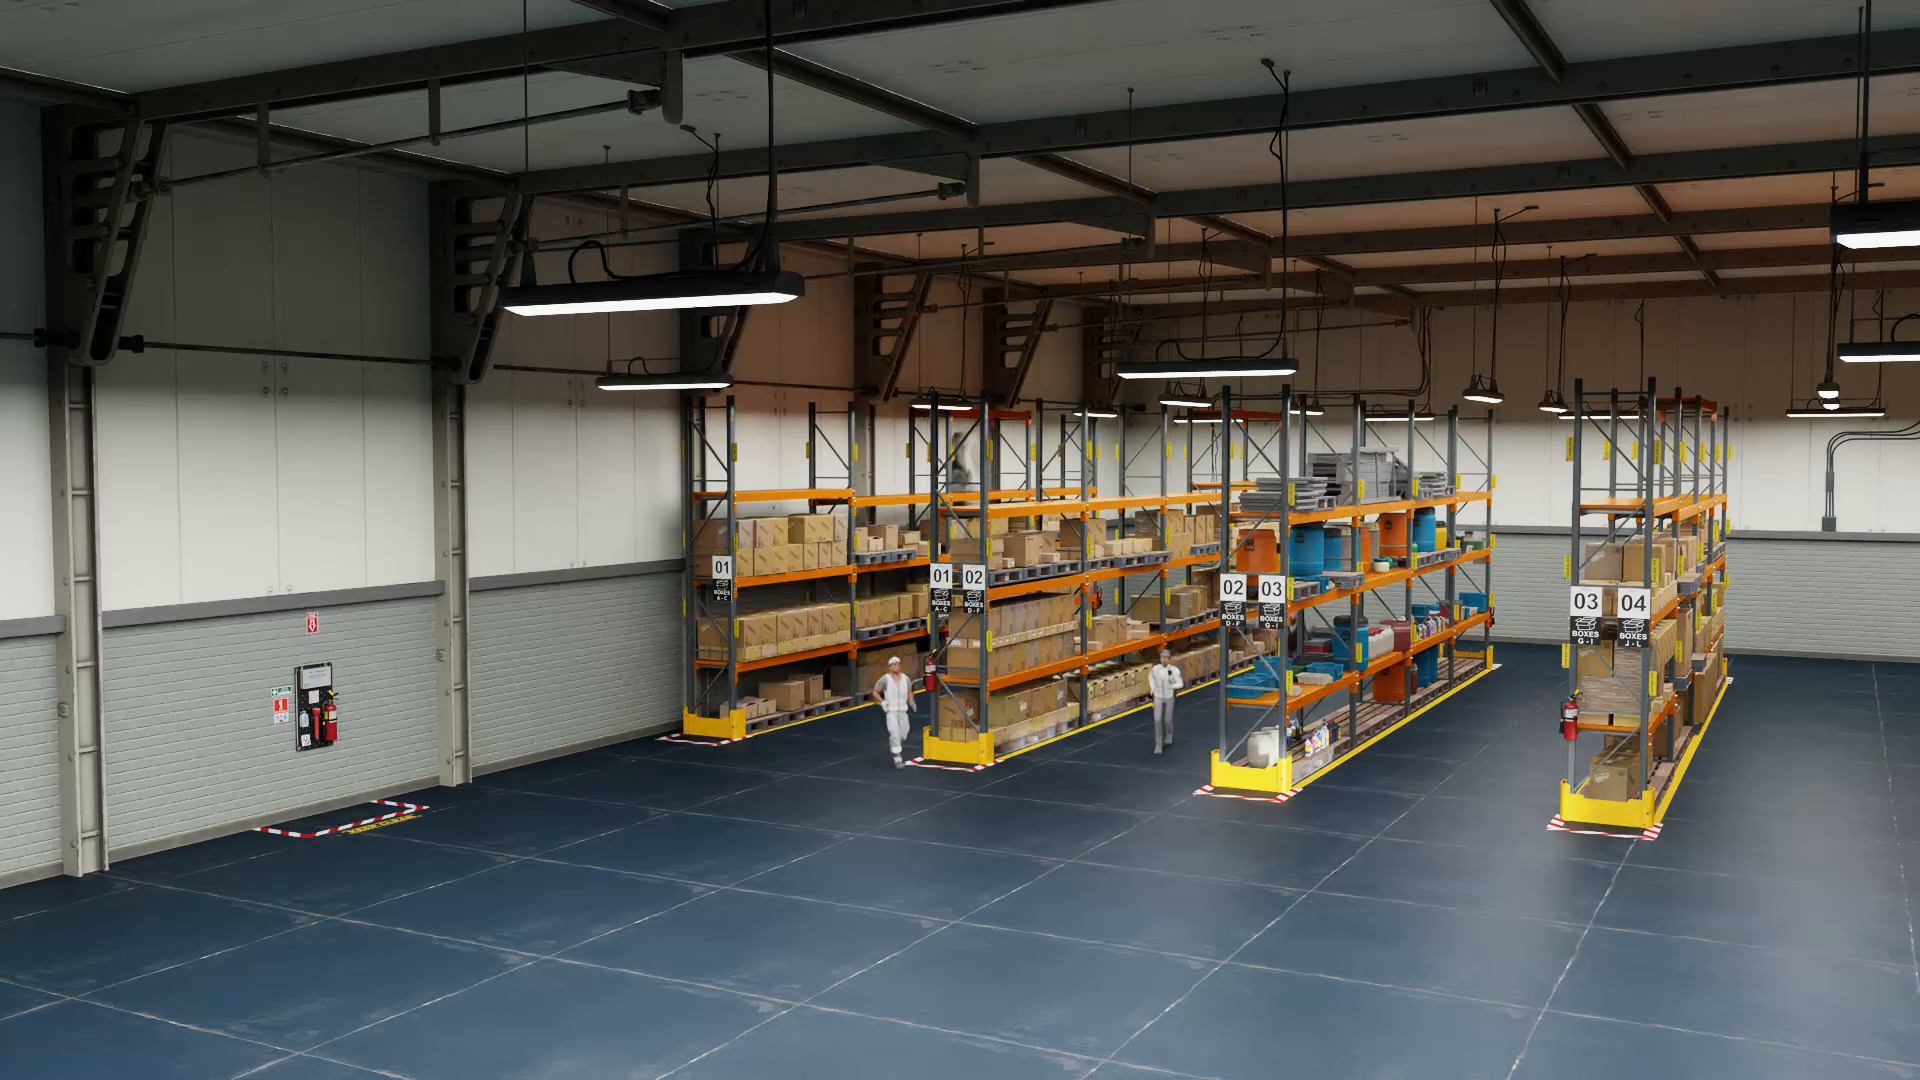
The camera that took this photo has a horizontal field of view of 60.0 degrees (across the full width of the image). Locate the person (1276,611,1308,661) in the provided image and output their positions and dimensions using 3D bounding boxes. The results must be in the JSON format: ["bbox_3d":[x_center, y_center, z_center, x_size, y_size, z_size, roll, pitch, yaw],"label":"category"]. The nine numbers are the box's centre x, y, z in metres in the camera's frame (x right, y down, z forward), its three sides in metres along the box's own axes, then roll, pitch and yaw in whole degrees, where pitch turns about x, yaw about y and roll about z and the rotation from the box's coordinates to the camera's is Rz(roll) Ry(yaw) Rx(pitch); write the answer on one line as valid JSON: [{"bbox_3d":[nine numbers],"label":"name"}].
[{"bbox_3d":[6.955,2.312,34.846,0.671,1.702,0.832,1,3,12],"label":"person"}]

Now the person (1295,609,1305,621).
[{"bbox_3d":[8.401,1.985,41.994,0.591,1.698,0.877,-1,3,-26],"label":"person"}]

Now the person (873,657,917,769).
[{"bbox_3d":[-1.056,2.737,26.571,0.655,1.756,0.728,-1,3,-23],"label":"person"}]

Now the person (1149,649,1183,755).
[{"bbox_3d":[3.443,2.678,27.916,0.611,1.721,0.912,1,3,15],"label":"person"}]
